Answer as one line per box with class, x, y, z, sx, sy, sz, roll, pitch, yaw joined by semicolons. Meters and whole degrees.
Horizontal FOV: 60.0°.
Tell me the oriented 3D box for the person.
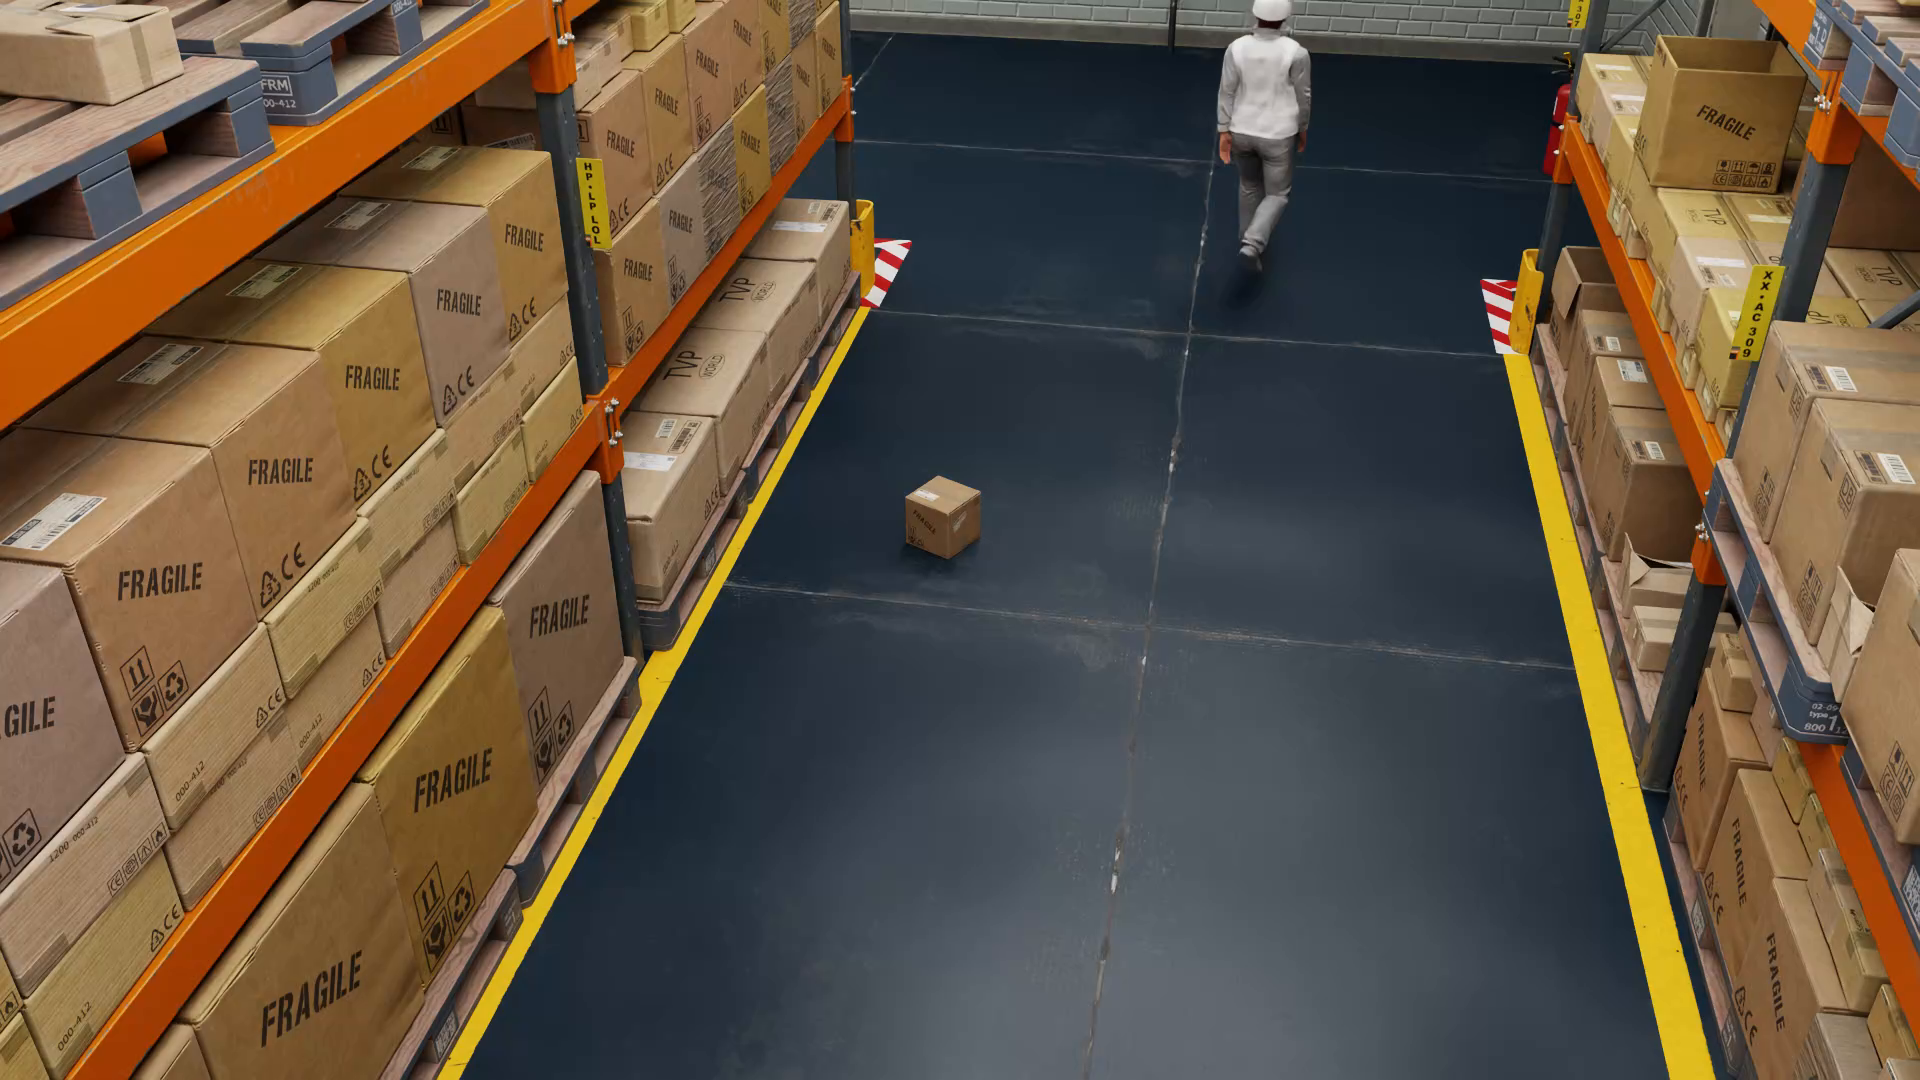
person;1.824;-2.476;10.045;0.533;1.738;0.887;15;35;23
